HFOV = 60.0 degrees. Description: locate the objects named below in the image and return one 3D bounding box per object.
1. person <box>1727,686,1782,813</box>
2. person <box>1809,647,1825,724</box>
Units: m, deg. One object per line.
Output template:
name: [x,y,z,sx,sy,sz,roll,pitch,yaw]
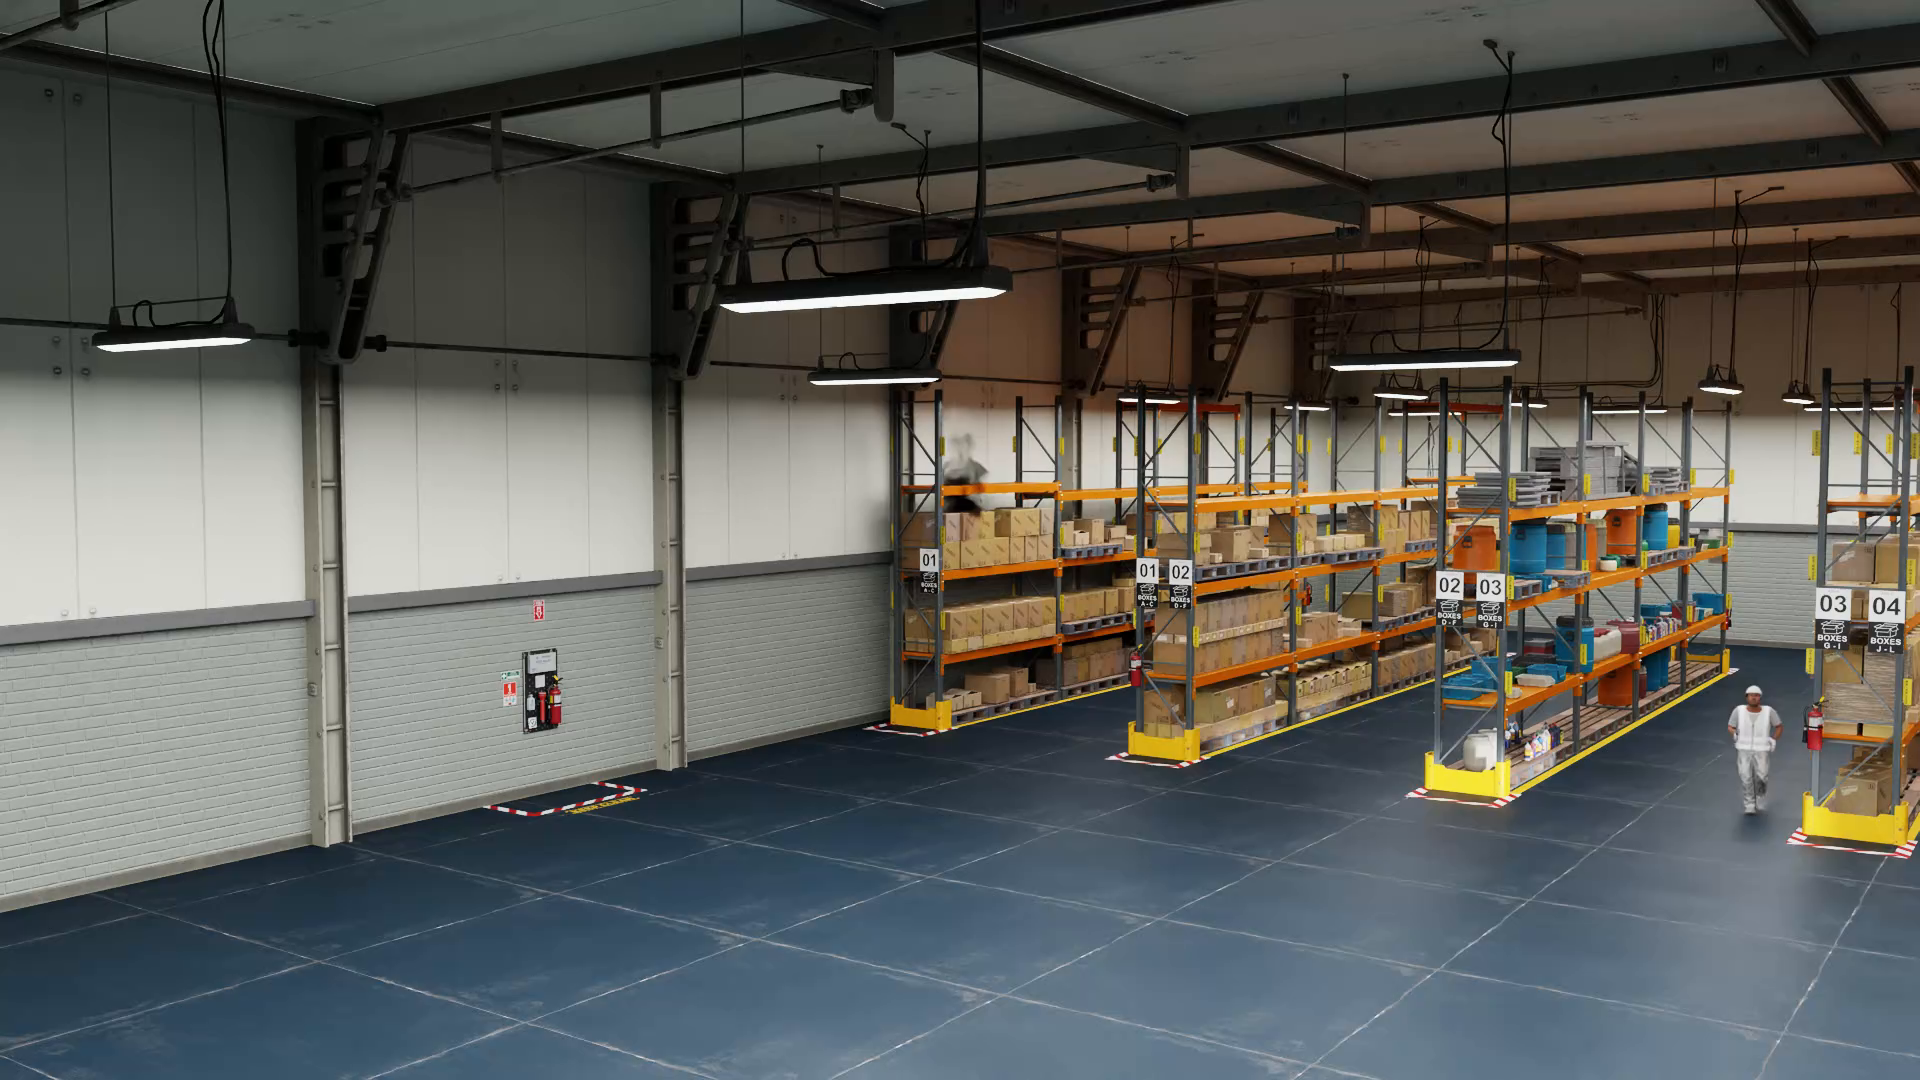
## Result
person: [10.756,2.853,22.545,0.669,1.737,0.589,2,4,29]
person: [15.072,2.460,28.822,0.700,1.763,1.064,2,4,29]
